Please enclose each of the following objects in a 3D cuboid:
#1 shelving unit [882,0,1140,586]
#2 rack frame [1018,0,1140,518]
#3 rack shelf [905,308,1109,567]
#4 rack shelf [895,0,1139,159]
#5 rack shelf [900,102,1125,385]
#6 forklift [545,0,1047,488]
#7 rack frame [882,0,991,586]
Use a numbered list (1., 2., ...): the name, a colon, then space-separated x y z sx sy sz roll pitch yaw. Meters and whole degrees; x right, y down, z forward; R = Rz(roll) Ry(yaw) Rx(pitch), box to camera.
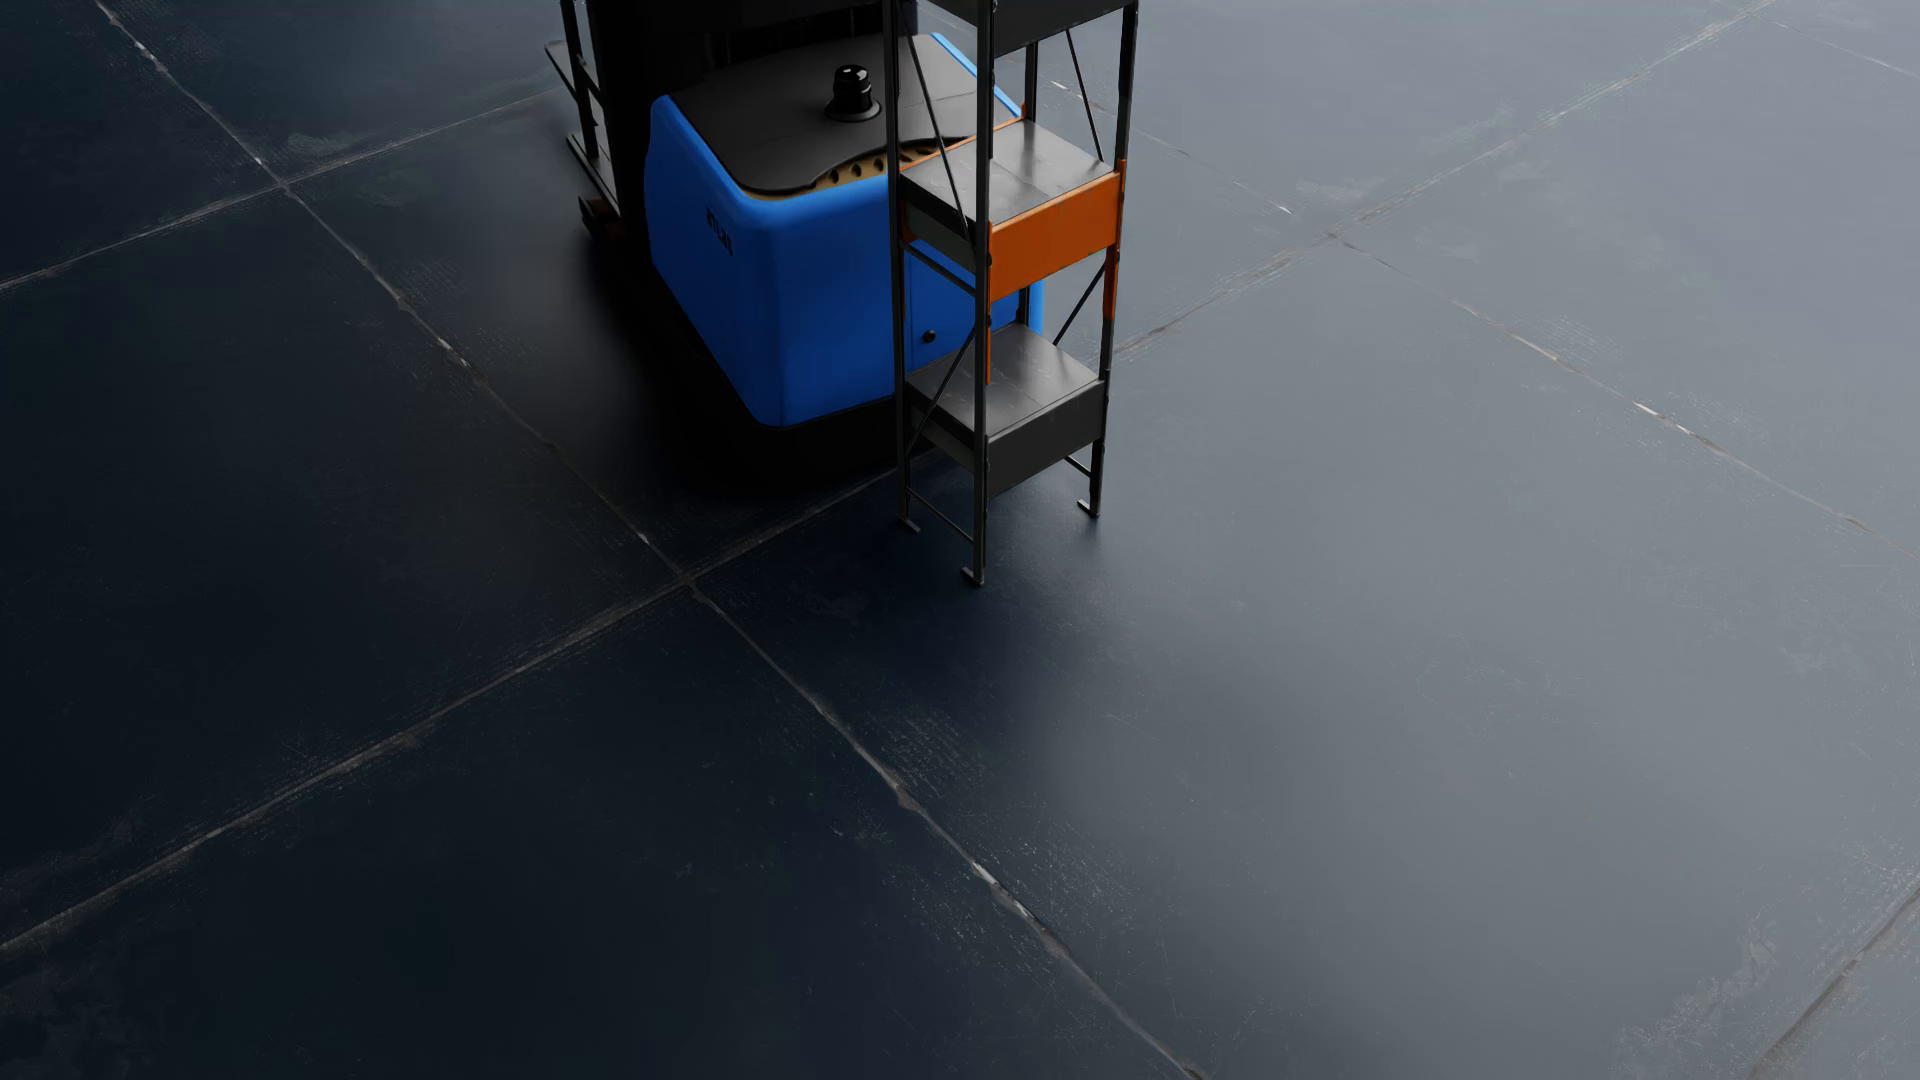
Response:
1. shelving unit: 0.127 -0.838 4.609 0.503 2.100 0.431 -30 51 -28
2. rack frame: 0.314 -0.945 4.723 0.015 2.100 0.400 -30 51 -28
3. rack shelf: 0.127 -0.318 5.097 0.480 0.518 0.431 -30 51 -28
4. rack shelf: 0.127 -1.338 4.139 0.480 0.518 0.431 -30 51 -28
5. rack shelf: 0.127 -0.828 4.618 0.480 0.518 0.431 -30 51 -28
6. forklift: -0.823 -2.245 5.500 1.130 2.935 3.031 -19 46 -19
7. rack frame: -0.060 -0.731 4.494 0.015 2.100 0.400 -30 51 -28
